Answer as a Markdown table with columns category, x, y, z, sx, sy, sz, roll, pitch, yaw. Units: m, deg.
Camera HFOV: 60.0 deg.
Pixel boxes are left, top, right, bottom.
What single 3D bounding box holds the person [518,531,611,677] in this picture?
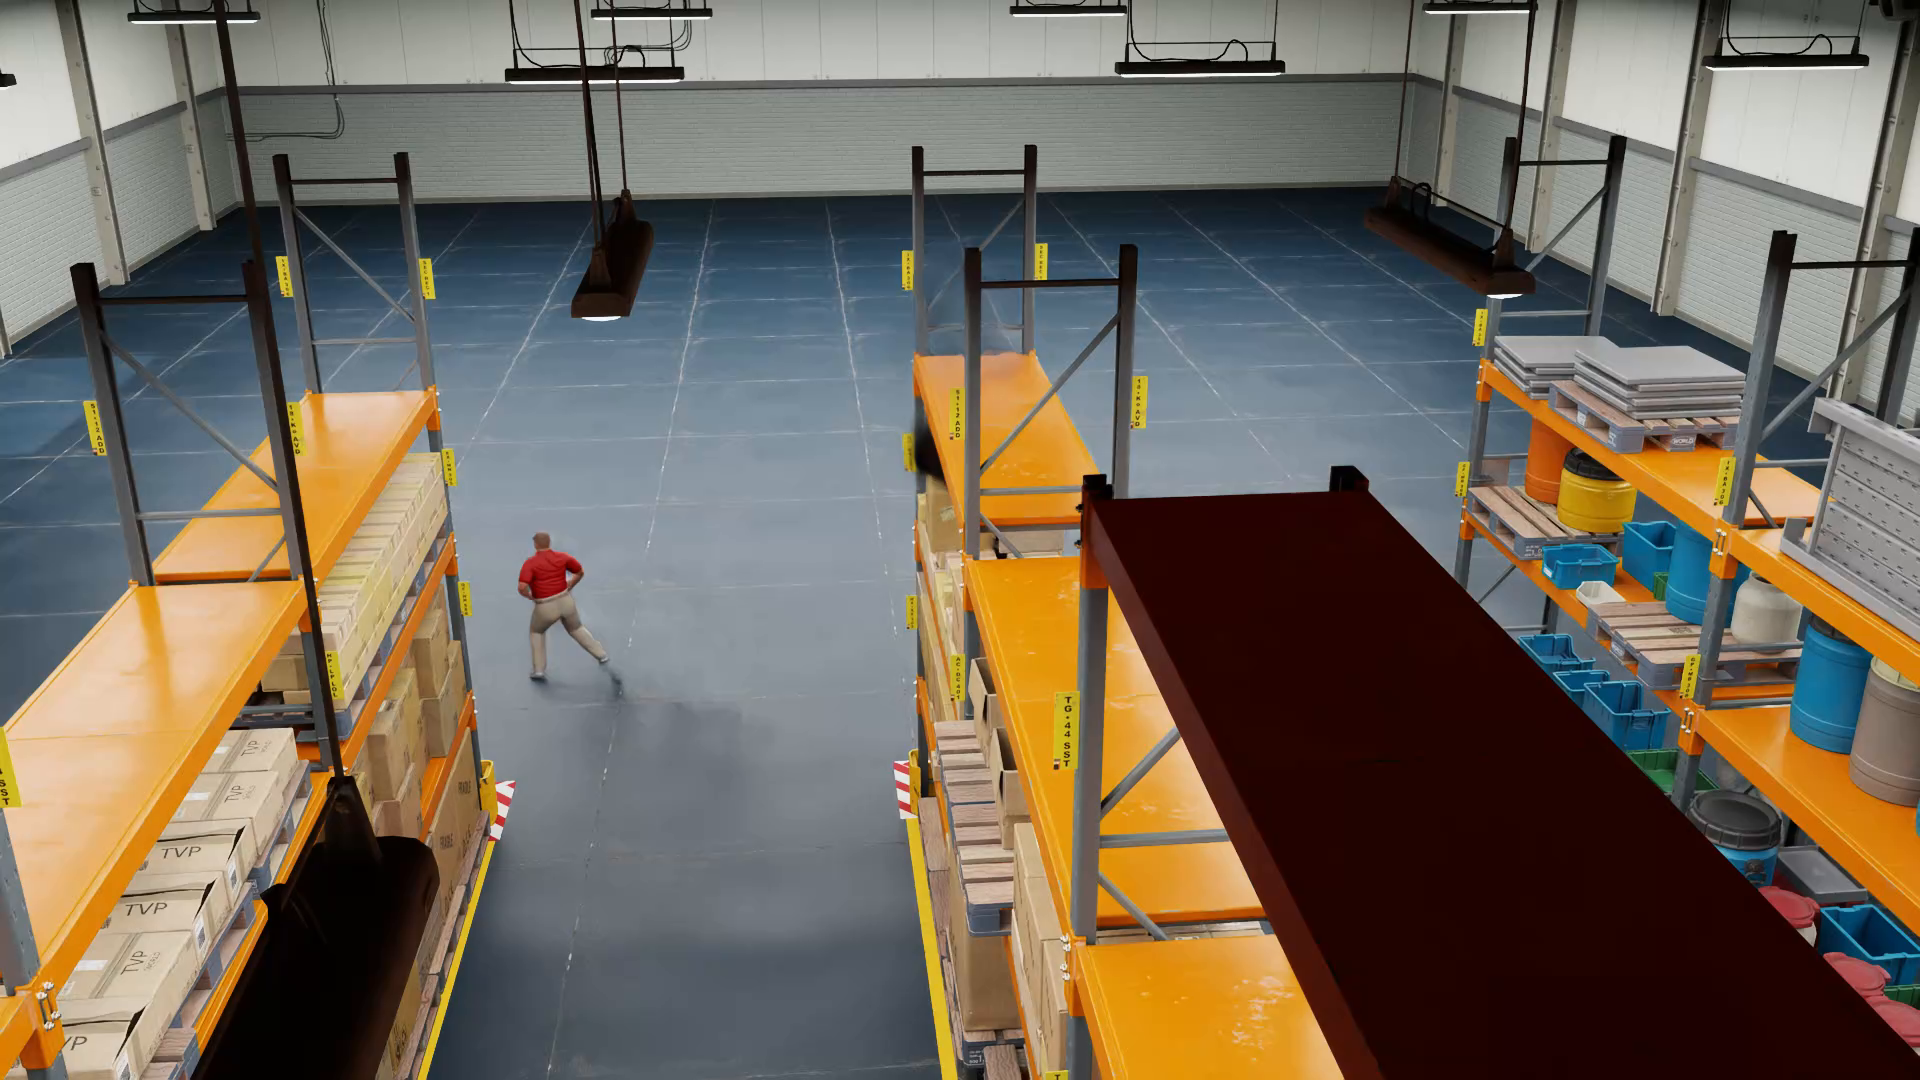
| category | x | y | z | sx | sy | sz | roll | pitch | yaw |
| --- | --- | --- | --- | --- | --- | --- | --- | --- | --- |
| person | -4.255 | 0.717 | 17.611 | 0.898 | 1.737 | 0.735 | -18 | 28 | -37 |

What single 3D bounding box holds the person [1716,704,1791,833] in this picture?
| category | x | y | z | sx | sy | sz | roll | pitch | yaw |
| --- | --- | --- | --- | --- | --- | --- | --- | --- | --- |
| person | 7.105 | 1.817 | 14.815 | 0.581 | 1.736 | 0.765 | -5 | 22 | -12 |
